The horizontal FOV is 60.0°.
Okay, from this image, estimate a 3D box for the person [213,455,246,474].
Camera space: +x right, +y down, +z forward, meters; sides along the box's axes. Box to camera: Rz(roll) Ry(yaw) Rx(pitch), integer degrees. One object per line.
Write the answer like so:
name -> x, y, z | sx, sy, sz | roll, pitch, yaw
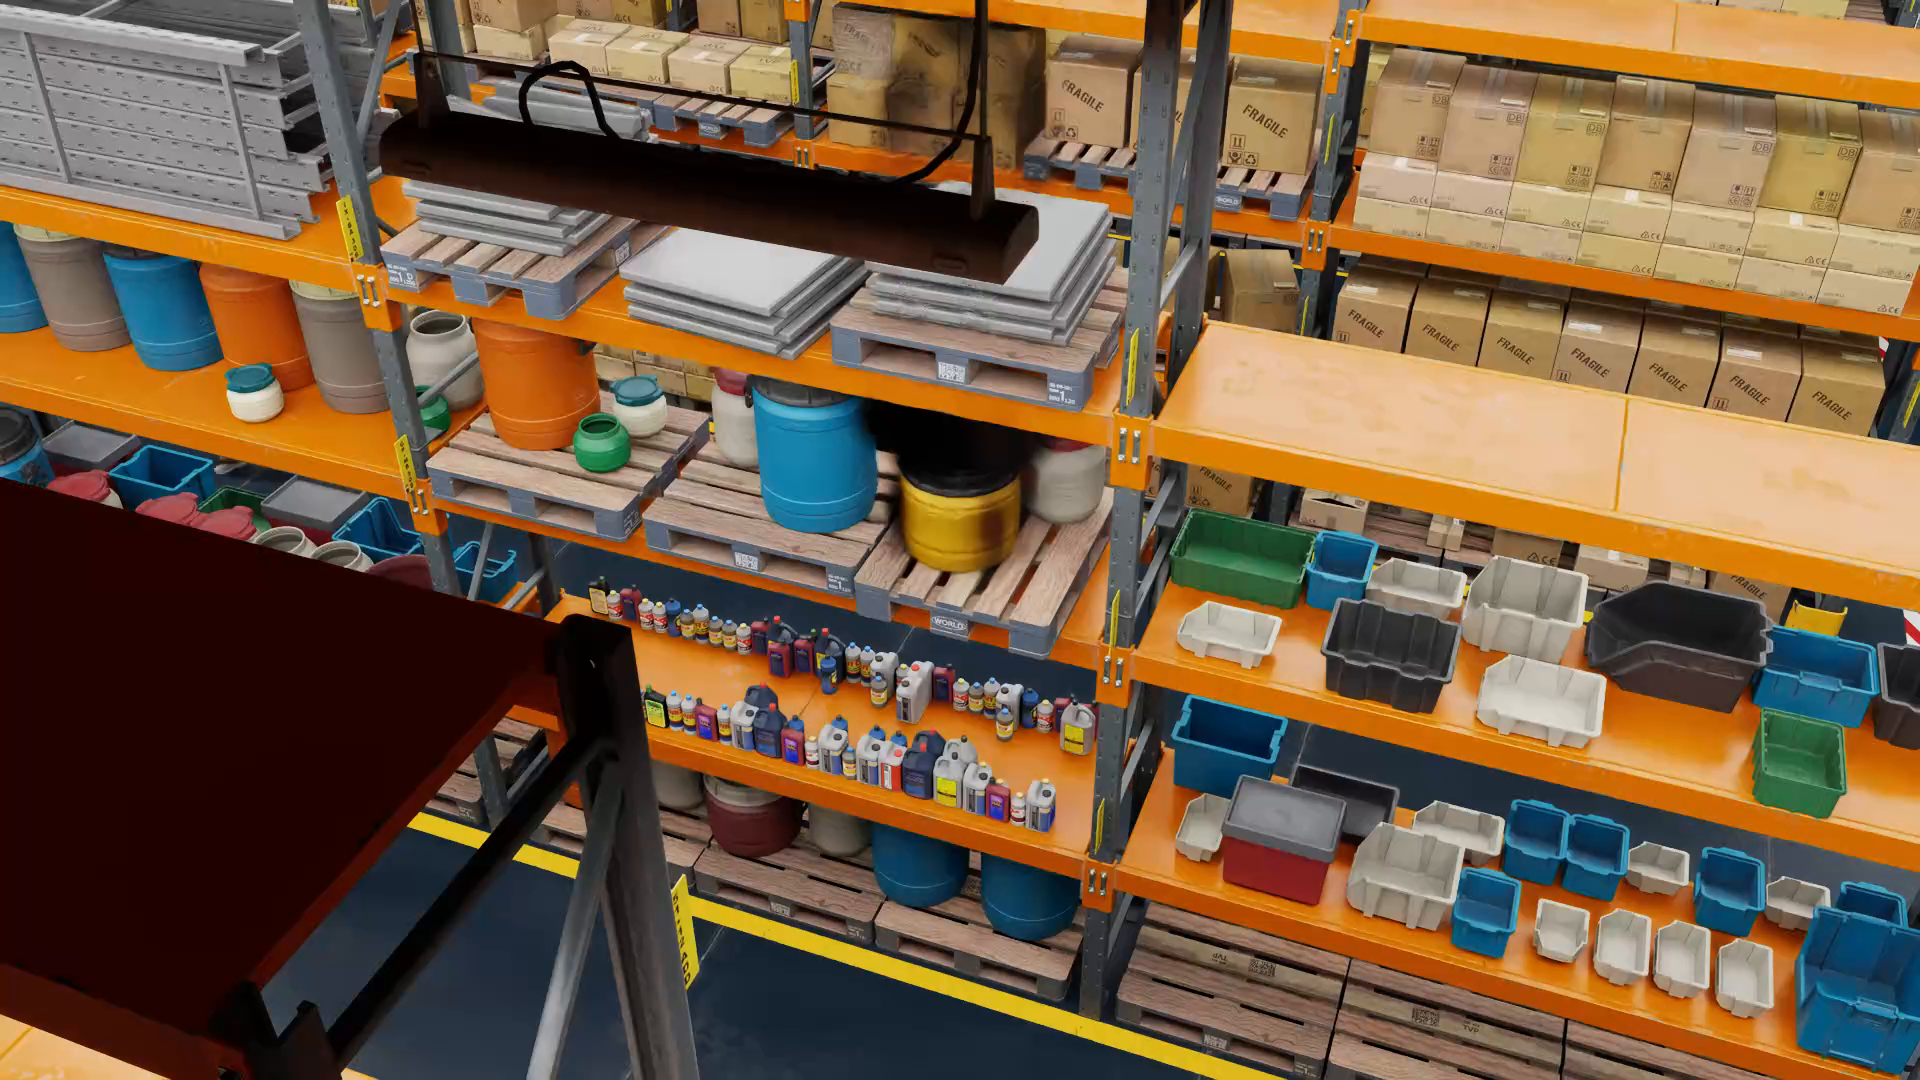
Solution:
person -> -5.879, -1.209, 13.671 | 1.003, 1.658, 0.579 | 4, 37, 5
